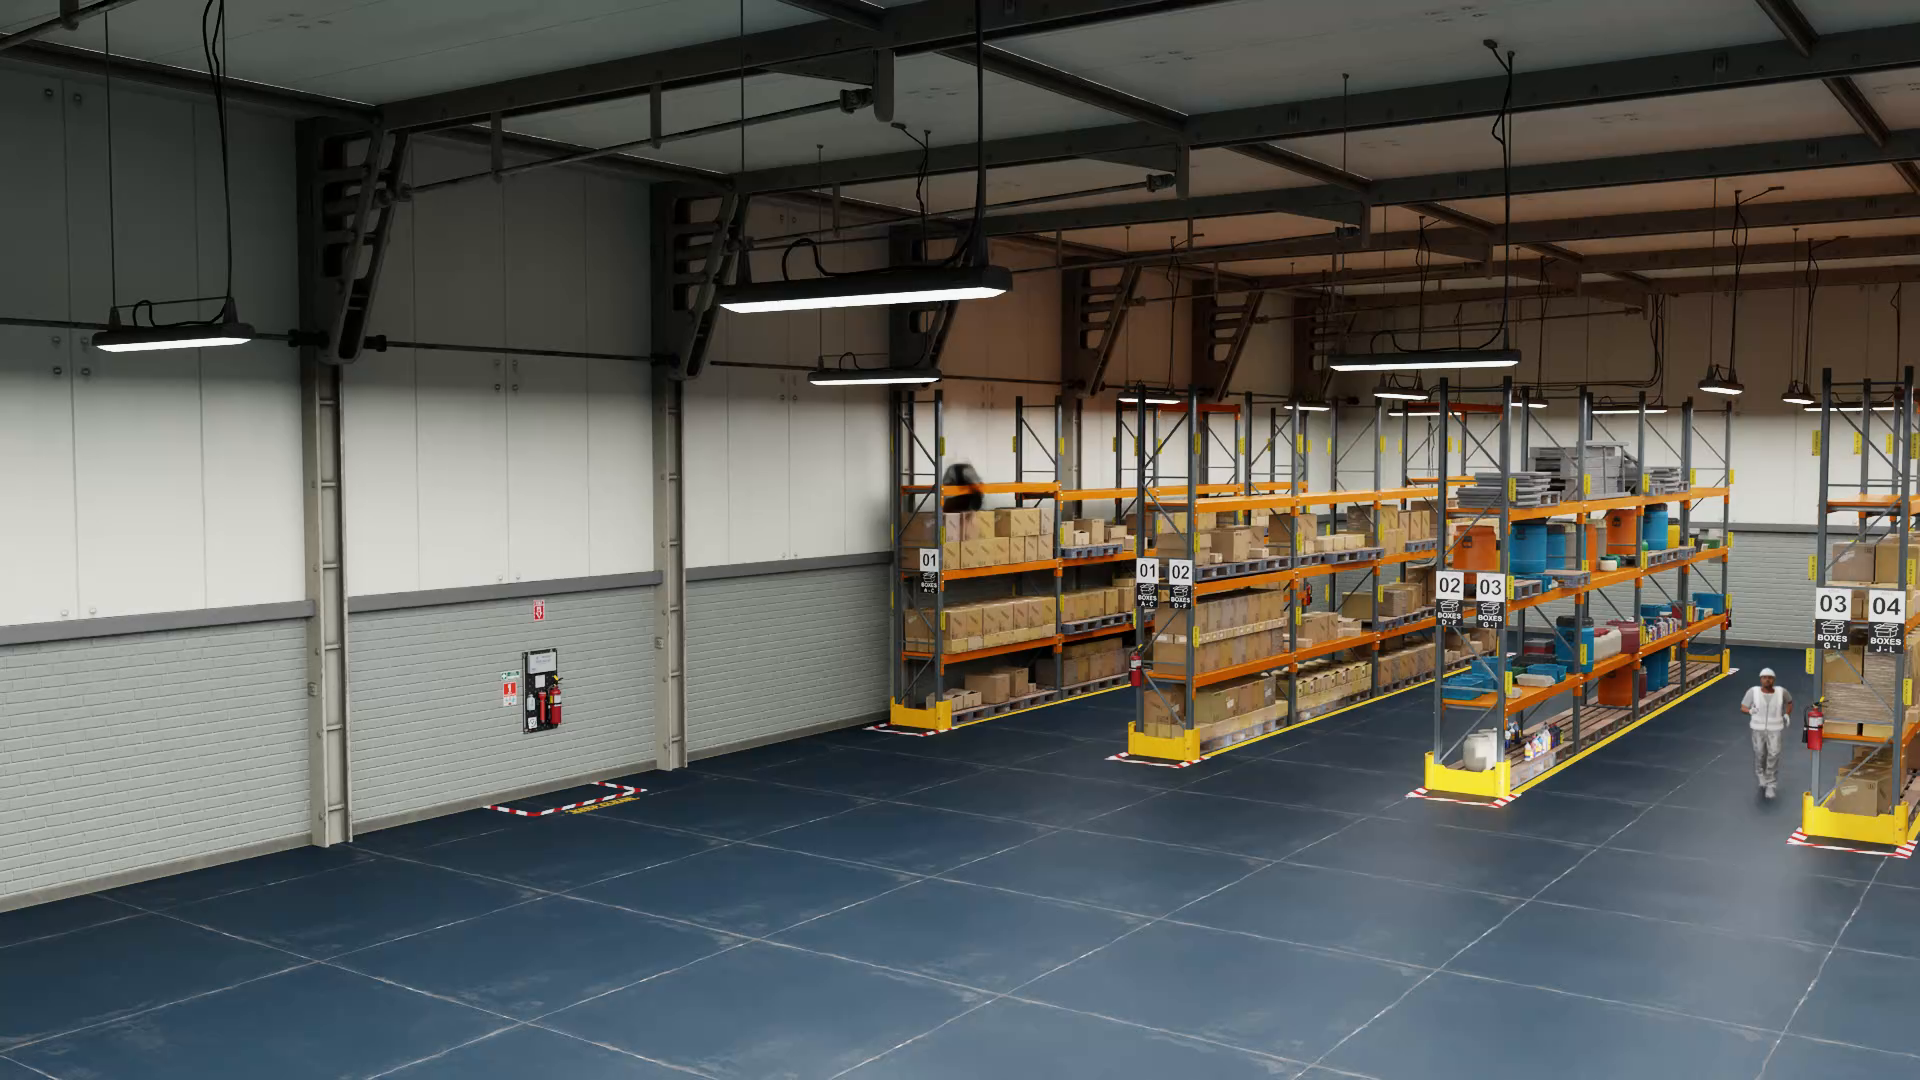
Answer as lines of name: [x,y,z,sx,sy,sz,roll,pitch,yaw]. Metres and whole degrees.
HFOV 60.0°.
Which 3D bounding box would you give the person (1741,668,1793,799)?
person: [11.587,2.740,23.907,0.676,1.804,0.929,2,4,28]
